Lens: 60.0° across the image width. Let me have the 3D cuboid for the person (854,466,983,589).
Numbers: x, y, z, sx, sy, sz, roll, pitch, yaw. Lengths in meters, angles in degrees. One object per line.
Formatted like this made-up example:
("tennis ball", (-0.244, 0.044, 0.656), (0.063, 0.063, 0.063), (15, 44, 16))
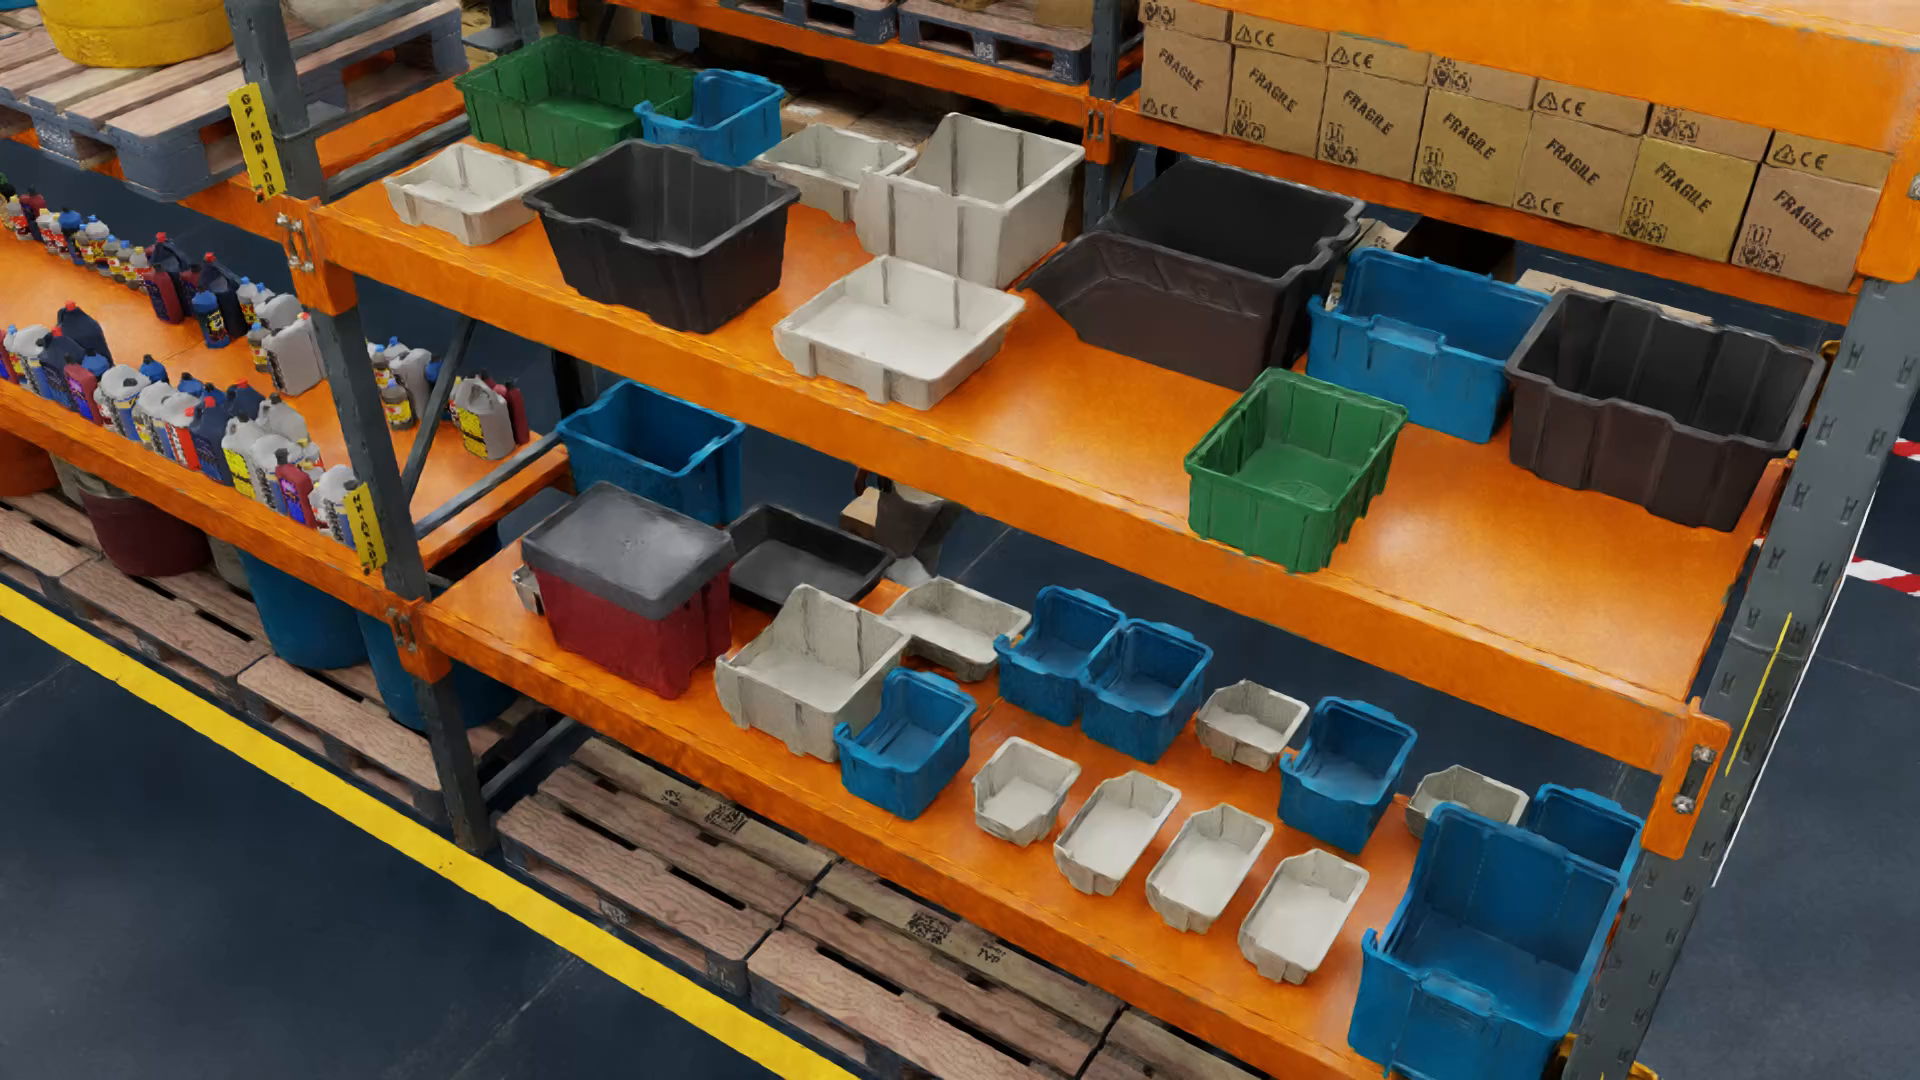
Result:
("person", (-0.118, -0.261, 7.000), (0.546, 1.725, 0.817), (-18, 41, -21))
